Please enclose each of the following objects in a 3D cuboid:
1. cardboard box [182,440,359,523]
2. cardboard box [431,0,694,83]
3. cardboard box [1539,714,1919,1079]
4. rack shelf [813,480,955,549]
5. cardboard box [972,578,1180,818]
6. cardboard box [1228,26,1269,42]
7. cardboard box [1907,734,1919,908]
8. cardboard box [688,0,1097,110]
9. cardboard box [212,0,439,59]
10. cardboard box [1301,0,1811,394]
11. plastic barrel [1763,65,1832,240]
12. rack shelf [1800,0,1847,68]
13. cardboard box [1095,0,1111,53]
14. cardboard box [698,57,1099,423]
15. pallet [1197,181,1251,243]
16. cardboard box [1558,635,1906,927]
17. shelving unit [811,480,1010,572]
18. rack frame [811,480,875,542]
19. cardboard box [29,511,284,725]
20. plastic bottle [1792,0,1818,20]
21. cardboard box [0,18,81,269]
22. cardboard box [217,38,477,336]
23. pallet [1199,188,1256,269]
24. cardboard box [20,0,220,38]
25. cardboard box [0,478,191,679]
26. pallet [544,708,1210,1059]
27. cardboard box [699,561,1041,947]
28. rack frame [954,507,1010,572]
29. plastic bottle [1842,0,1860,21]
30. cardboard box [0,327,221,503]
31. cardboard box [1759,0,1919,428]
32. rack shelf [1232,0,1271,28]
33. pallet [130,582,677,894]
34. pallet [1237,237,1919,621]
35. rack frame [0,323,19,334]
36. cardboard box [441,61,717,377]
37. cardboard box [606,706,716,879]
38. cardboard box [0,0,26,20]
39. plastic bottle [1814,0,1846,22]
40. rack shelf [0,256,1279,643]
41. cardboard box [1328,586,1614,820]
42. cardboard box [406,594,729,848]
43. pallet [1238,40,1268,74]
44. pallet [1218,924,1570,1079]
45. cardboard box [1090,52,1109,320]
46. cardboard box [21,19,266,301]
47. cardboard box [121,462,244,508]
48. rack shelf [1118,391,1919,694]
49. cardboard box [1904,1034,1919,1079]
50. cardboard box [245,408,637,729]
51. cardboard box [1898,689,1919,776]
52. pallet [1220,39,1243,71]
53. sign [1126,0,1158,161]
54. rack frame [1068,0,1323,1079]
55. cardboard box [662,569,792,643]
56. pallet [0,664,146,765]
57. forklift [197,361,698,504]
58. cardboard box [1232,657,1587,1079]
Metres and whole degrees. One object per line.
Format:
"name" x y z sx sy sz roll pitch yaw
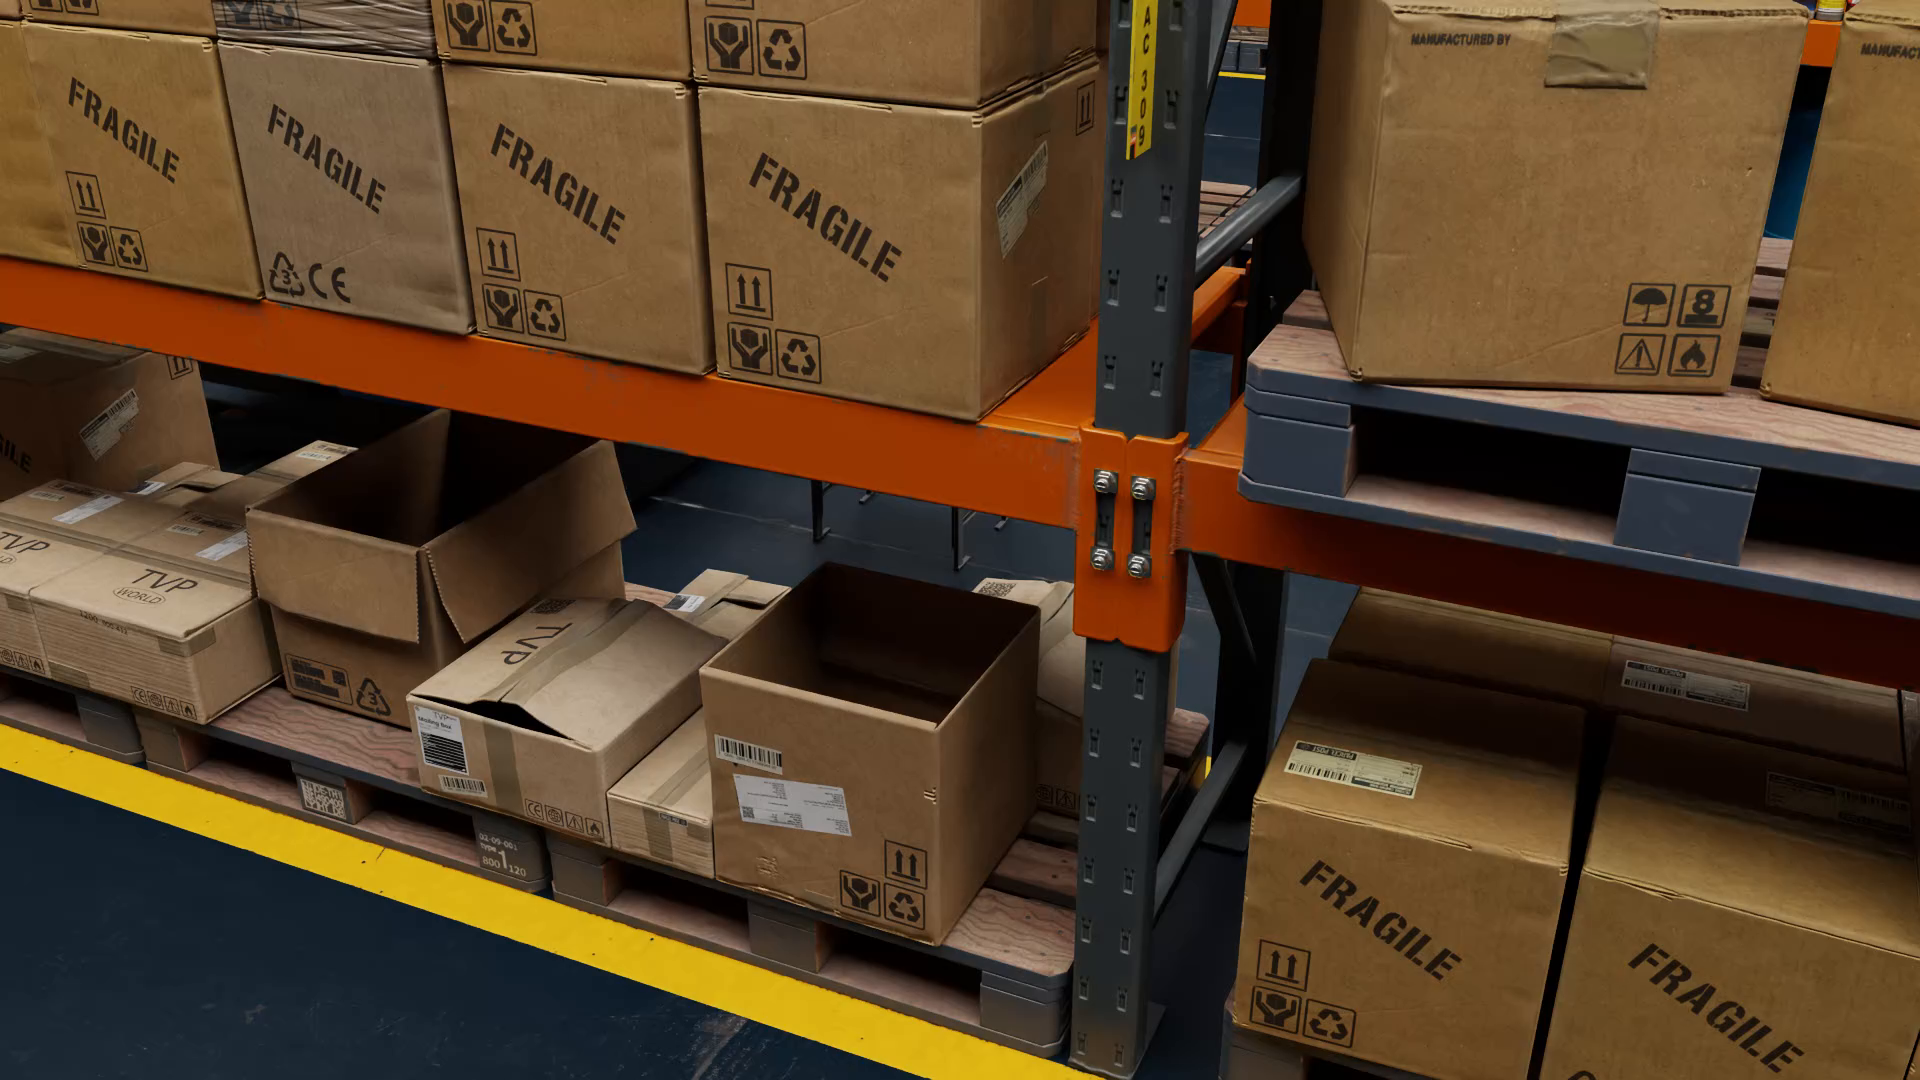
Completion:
"cardboard box" -1.721 -0.032 4.535 0.500 0.250 0.500 11 28 22
"cardboard box" -0.564 -1.098 2.839 0.500 0.500 0.500 11 28 21
"cardboard box" 1.301 0.680 2.805 0.500 0.500 0.500 12 29 23
"rack shelf" -0.151 -0.332 5.163 0.480 0.518 0.431 11 28 22
"cardboard box" 0.179 0.322 3.747 0.500 0.311 0.500 11 28 22
"cardboard box" 2.378 -4.221 12.358 0.875 0.875 0.875 11 28 22
"cardboard box" 1.721 0.433 2.457 0.500 0.250 0.500 11 28 22
"cardboard box" -0.096 -1.005 2.651 0.500 0.500 0.500 12 28 22
"cardboard box" -1.022 -1.190 3.026 0.500 0.500 0.500 12 28 22
"cardboard box" 0.810 -0.580 2.444 0.500 0.500 0.700 2 26 4
"plastic barrel" 3.658 -1.526 6.853 0.708 0.901 0.600 11 28 22
"rack shelf" 4.346 -1.826 6.377 4.000 0.370 1.077 11 28 22
"cardboard box" 0.159 -1.216 3.079 0.500 0.500 0.500 12 29 23
"cardboard box" -0.090 -0.557 2.871 0.500 0.500 0.500 12 29 23
"pallet" 0.725 -1.605 8.270 1.213 0.211 1.003 11 28 22
"cardboard box" 1.486 0.469 3.233 0.500 0.500 0.500 11 28 22
"shelving unit" -0.151 -0.972 4.848 0.503 2.100 0.431 11 28 22
"rack frame" -0.373 -1.017 4.938 0.015 2.100 0.400 11 28 22
"cardboard box" -1.882 0.178 4.108 0.500 0.250 0.500 11 28 22
"plastic bottle" 3.216 -2.120 6.305 0.097 0.271 0.097 0 26 0
"cardboard box" -1.948 -0.927 3.625 0.500 0.500 0.500 11 28 22
"cardboard box" -1.028 -0.743 3.251 0.500 0.500 0.500 12 29 23
"pallet" 1.840 -1.382 7.819 1.213 0.211 1.003 11 28 22
"cardboard box" -1.480 -1.283 3.214 0.500 0.500 0.500 11 28 21
"cardboard box" -2.337 0.086 4.294 0.500 0.250 0.500 11 28 22
"pallet" -0.153 0.602 3.789 1.213 0.211 1.003 11 28 22
"cardboard box" -0.165 0.411 3.352 0.500 0.500 0.500 11 28 22
"rack frame" 0.071 -0.928 4.757 0.015 2.100 0.400 11 28 22
"plastic bottle" 3.393 -2.053 6.248 0.097 0.201 0.097 0 26 0
"cardboard box" -2.573 -0.330 4.857 0.500 0.500 0.500 11 28 22
"cardboard box" 1.462 -0.480 2.240 0.500 0.500 0.700 16 31 30
"rack shelf" 0.705 -2.557 7.863 4.000 0.370 1.077 11 28 22
"pallet" -1.268 0.379 4.241 1.213 0.211 1.003 11 28 22
"pallet" 1.154 -0.247 2.574 1.213 0.211 1.003 11 28 22
"rack frame" -3.170 -1.255 4.403 0.127 3.000 1.000 11 28 22
"cardboard box" -0.560 -0.650 3.062 0.500 0.500 0.500 12 29 23
"cardboard box" -0.531 0.524 3.520 0.250 0.149 0.380 11 28 22
"cardboard box" -1.943 -1.375 3.402 0.500 0.500 0.500 12 29 23
"plastic bottle" 3.305 -2.071 6.285 0.097 0.201 0.097 0 26 0
"rack shelf" -1.349 -0.566 3.819 4.000 0.370 1.077 11 28 22
"cardboard box" 1.039 0.376 3.423 0.500 0.500 0.500 11 28 22
"cardboard box" -0.847 0.358 3.672 0.500 0.311 0.500 11 28 22
"pallet" 2.801 -3.648 12.420 1.213 0.211 1.003 11 28 22
"pallet" 1.227 0.861 3.262 1.213 0.211 1.003 11 28 22
"cardboard box" 0.120 -0.771 3.307 0.500 0.500 0.500 12 29 23
"cardboard box" -1.493 -0.835 3.438 0.500 0.500 0.500 12 29 22
"cardboard box" -2.242 -0.070 4.707 0.250 0.166 0.380 11 28 22
"rack shelf" 2.292 0.165 2.333 4.000 0.370 1.077 11 28 22
"cardboard box" 1.753 0.774 2.613 0.500 0.500 0.500 12 29 22
"cardboard box" -1.241 0.058 4.065 0.637 0.503 0.797 11 28 22
"cardboard box" 1.942 0.561 3.046 0.500 0.500 0.500 12 29 22
"pallet" 1.694 -3.872 12.875 1.213 0.211 1.003 11 28 22
"sign" 0.254 -0.692 2.280 0.005 0.325 0.100 11 28 22
"rack frame" 0.471 -0.523 2.917 0.127 3.000 1.000 11 28 22
"cardboard box" -0.613 0.232 4.092 0.250 0.166 0.380 11 28 22
"pallet" -2.375 0.156 4.695 1.213 0.211 1.003 11 28 22
"forklift" -2.265 -1.807 5.603 3.031 2.935 1.130 11 28 22
"cardboard box" 0.811 0.587 2.994 0.500 0.500 0.500 10 28 19
